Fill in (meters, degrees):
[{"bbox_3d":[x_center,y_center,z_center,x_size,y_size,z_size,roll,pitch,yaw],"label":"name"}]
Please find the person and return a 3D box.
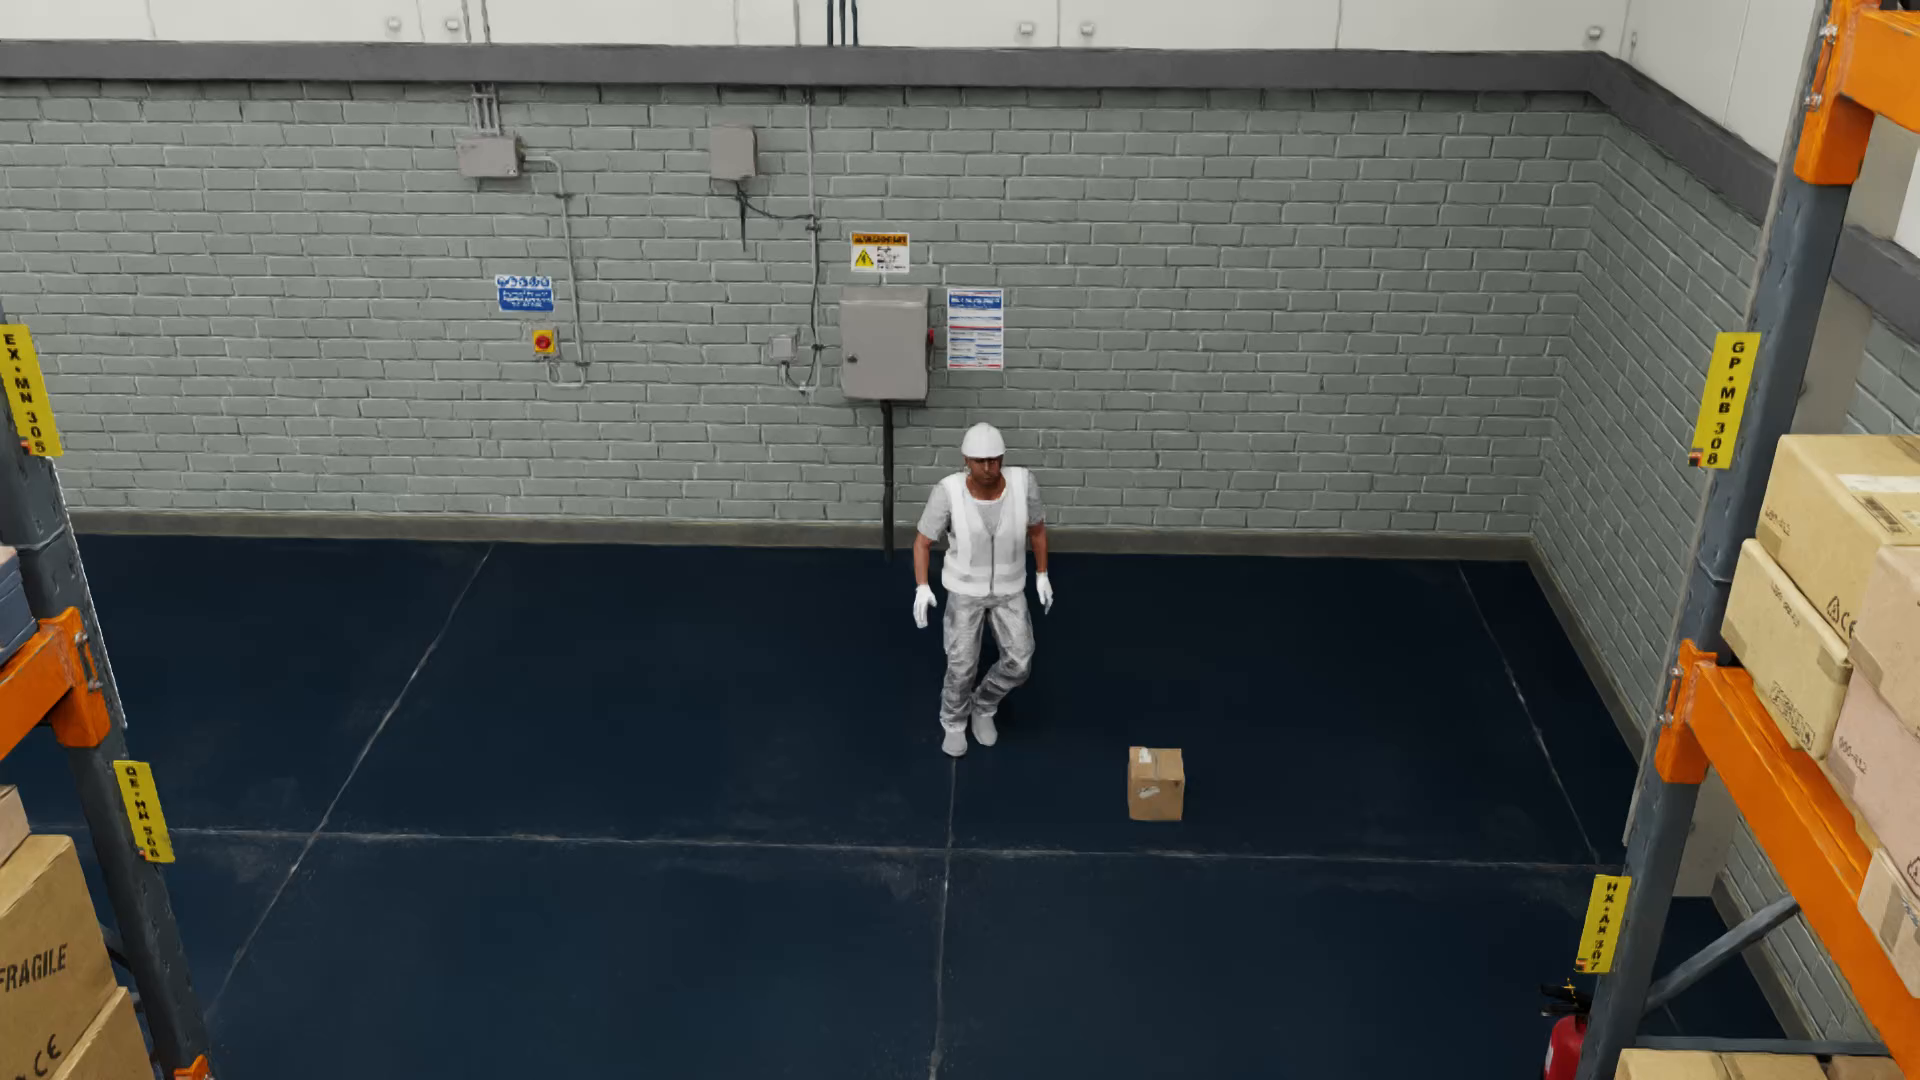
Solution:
[{"bbox_3d":[0.104,0.262,8.183,0.743,1.762,0.484,-6,28,-12],"label":"person"}]
